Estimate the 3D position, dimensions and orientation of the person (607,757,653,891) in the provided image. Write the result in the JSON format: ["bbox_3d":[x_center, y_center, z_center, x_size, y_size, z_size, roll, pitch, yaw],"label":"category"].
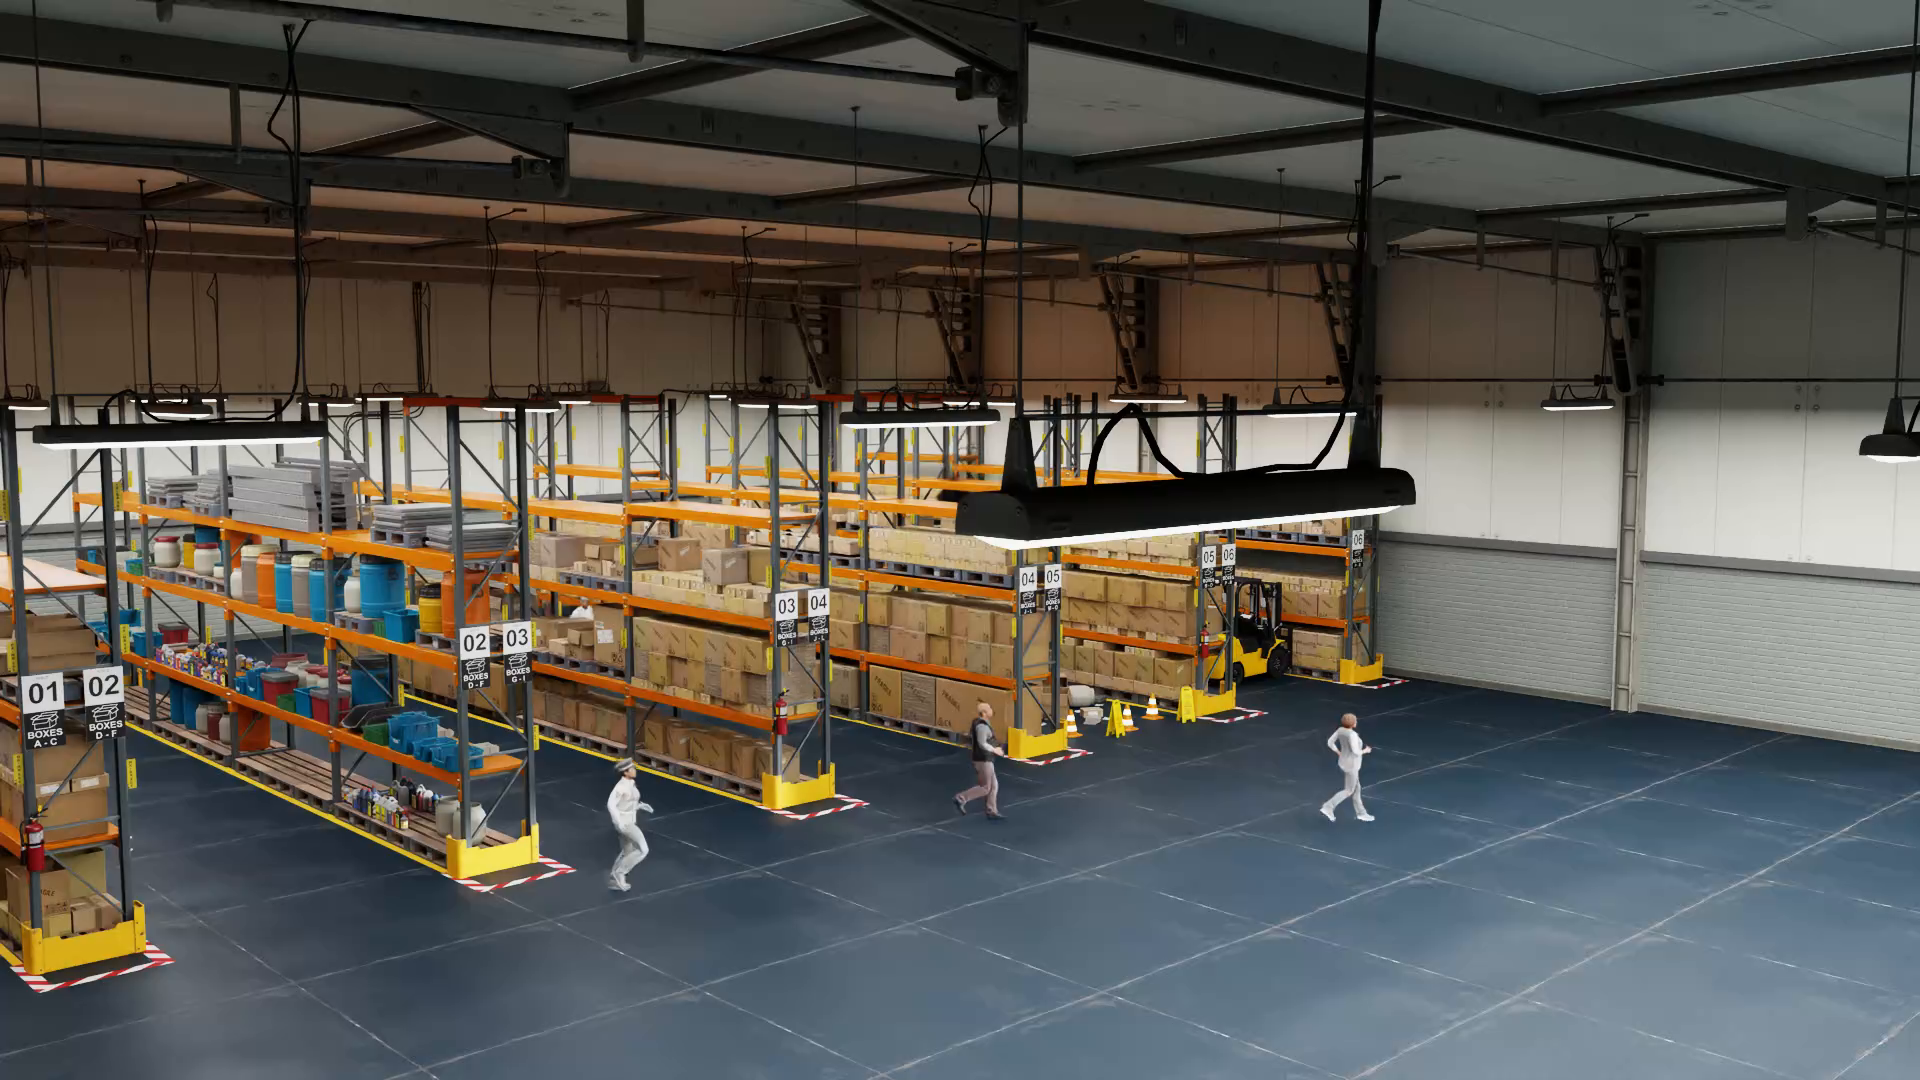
[{"bbox_3d":[-4.091,3.508,20.600,0.577,1.666,0.624,-1,6,-10],"label":"person"}]

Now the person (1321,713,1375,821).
[{"bbox_3d":[5.510,3.228,23.561,0.873,1.580,0.545,-1,6,-14],"label":"person"}]

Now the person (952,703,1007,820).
[{"bbox_3d":[0.295,3.188,23.905,0.776,1.720,0.669,-1,6,-8],"label":"person"}]

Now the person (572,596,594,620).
[{"bbox_3d":[-7.910,2.038,35.283,0.669,1.793,0.977,-4,7,-35],"label":"person"}]

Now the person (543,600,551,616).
[{"bbox_3d":[-10.056,1.562,41.130,0.600,1.635,0.633,0,6,3],"label":"person"}]
